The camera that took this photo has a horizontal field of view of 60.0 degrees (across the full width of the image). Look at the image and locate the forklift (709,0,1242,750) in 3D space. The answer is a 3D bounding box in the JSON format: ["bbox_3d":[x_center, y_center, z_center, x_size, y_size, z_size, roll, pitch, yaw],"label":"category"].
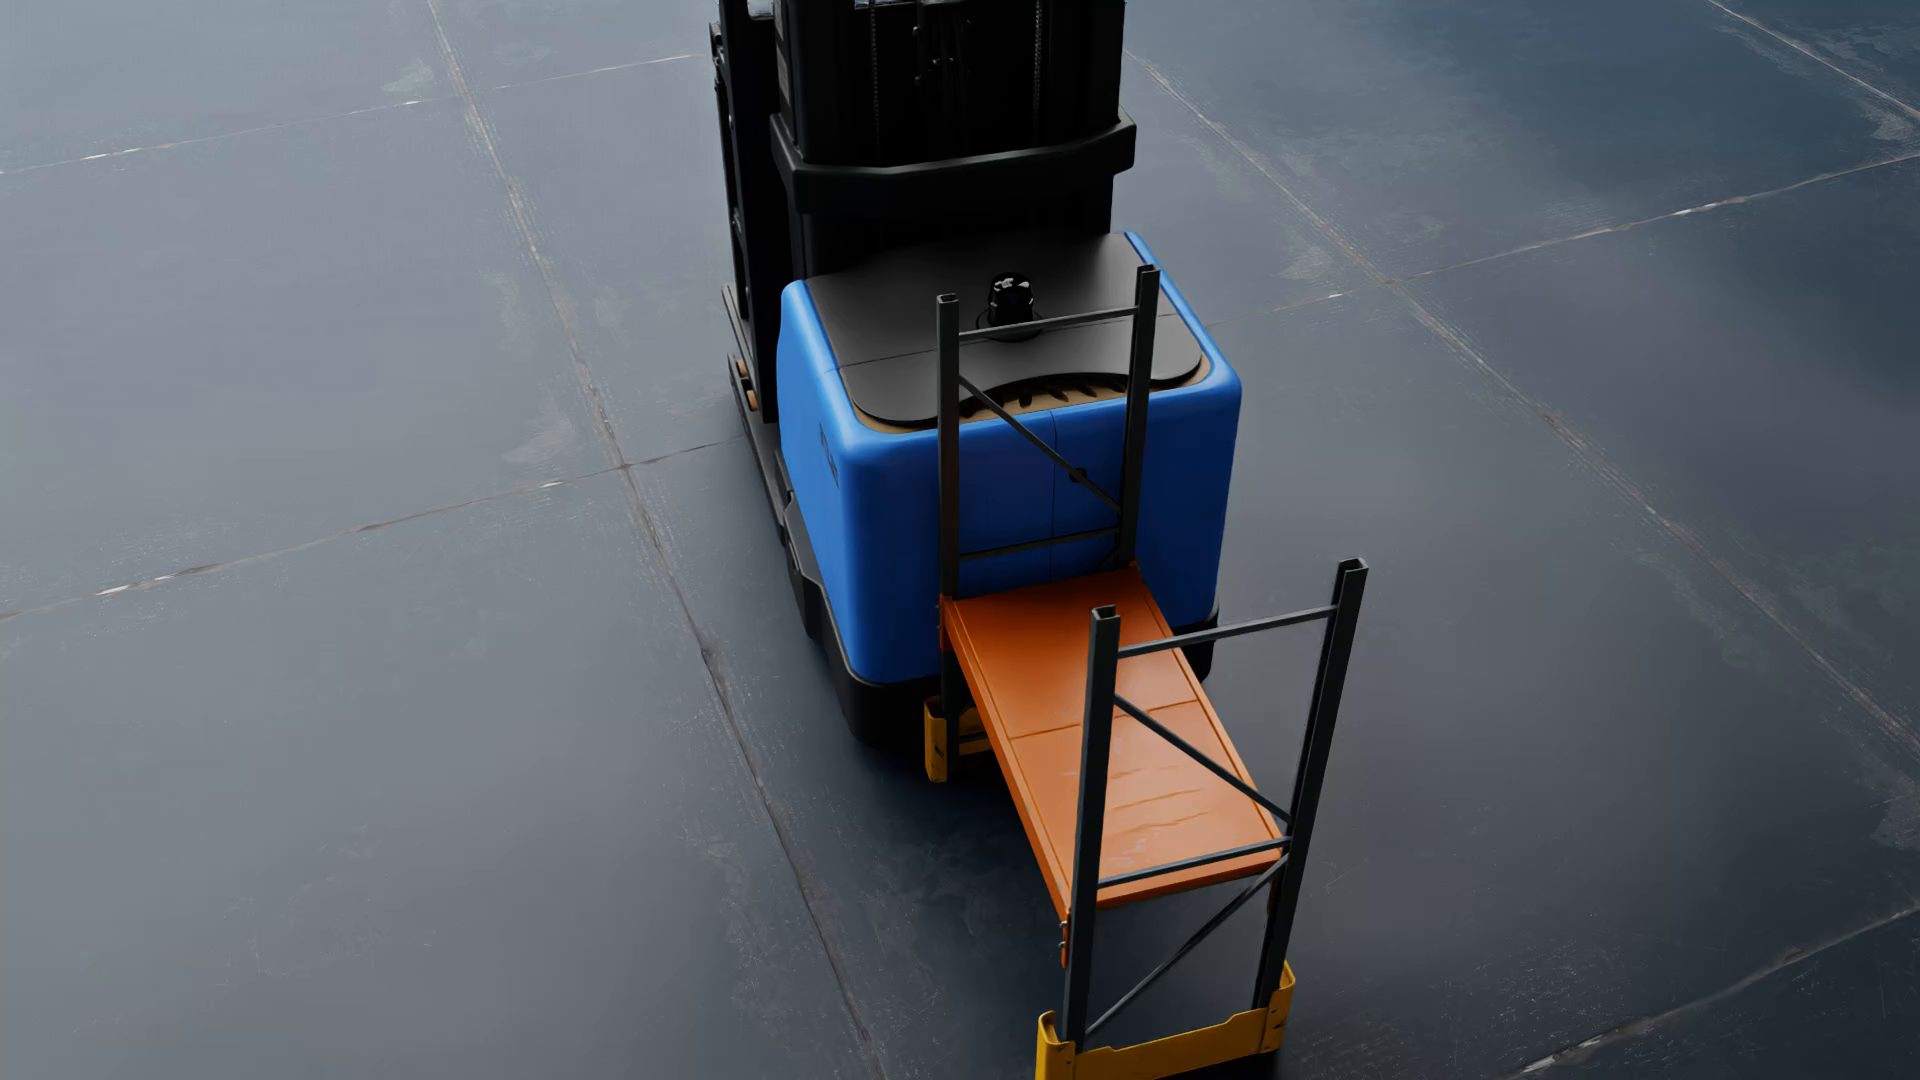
[{"bbox_3d":[-0.174,-1.518,4.767,1.130,2.935,3.031,-10,42,-12],"label":"forklift"}]

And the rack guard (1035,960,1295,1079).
[{"bbox_3d":[0.462,1.113,3.764,0.587,0.250,0.087,-10,42,-12],"label":"rack guard"}]

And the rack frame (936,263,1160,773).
[{"bbox_3d":[0.194,0.013,4.085,0.500,1.500,0.032,-10,42,-12],"label":"rack frame"}]

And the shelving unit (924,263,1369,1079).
[{"bbox_3d":[0.328,0.326,3.720,0.587,1.500,1.083,-10,42,-12],"label":"shelving unit"}]

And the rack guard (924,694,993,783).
[{"bbox_3d":[0.194,0.487,4.492,0.587,0.250,0.087,-10,42,-12],"label":"rack guard"}]

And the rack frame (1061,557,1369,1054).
[{"bbox_3d":[0.467,0.651,3.343,0.500,1.500,0.032,-10,42,-12],"label":"rack frame"}]

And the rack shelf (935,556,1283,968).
[{"bbox_3d":[0.330,0.468,3.831,0.538,0.185,1.000,-10,42,-12],"label":"rack shelf"}]
